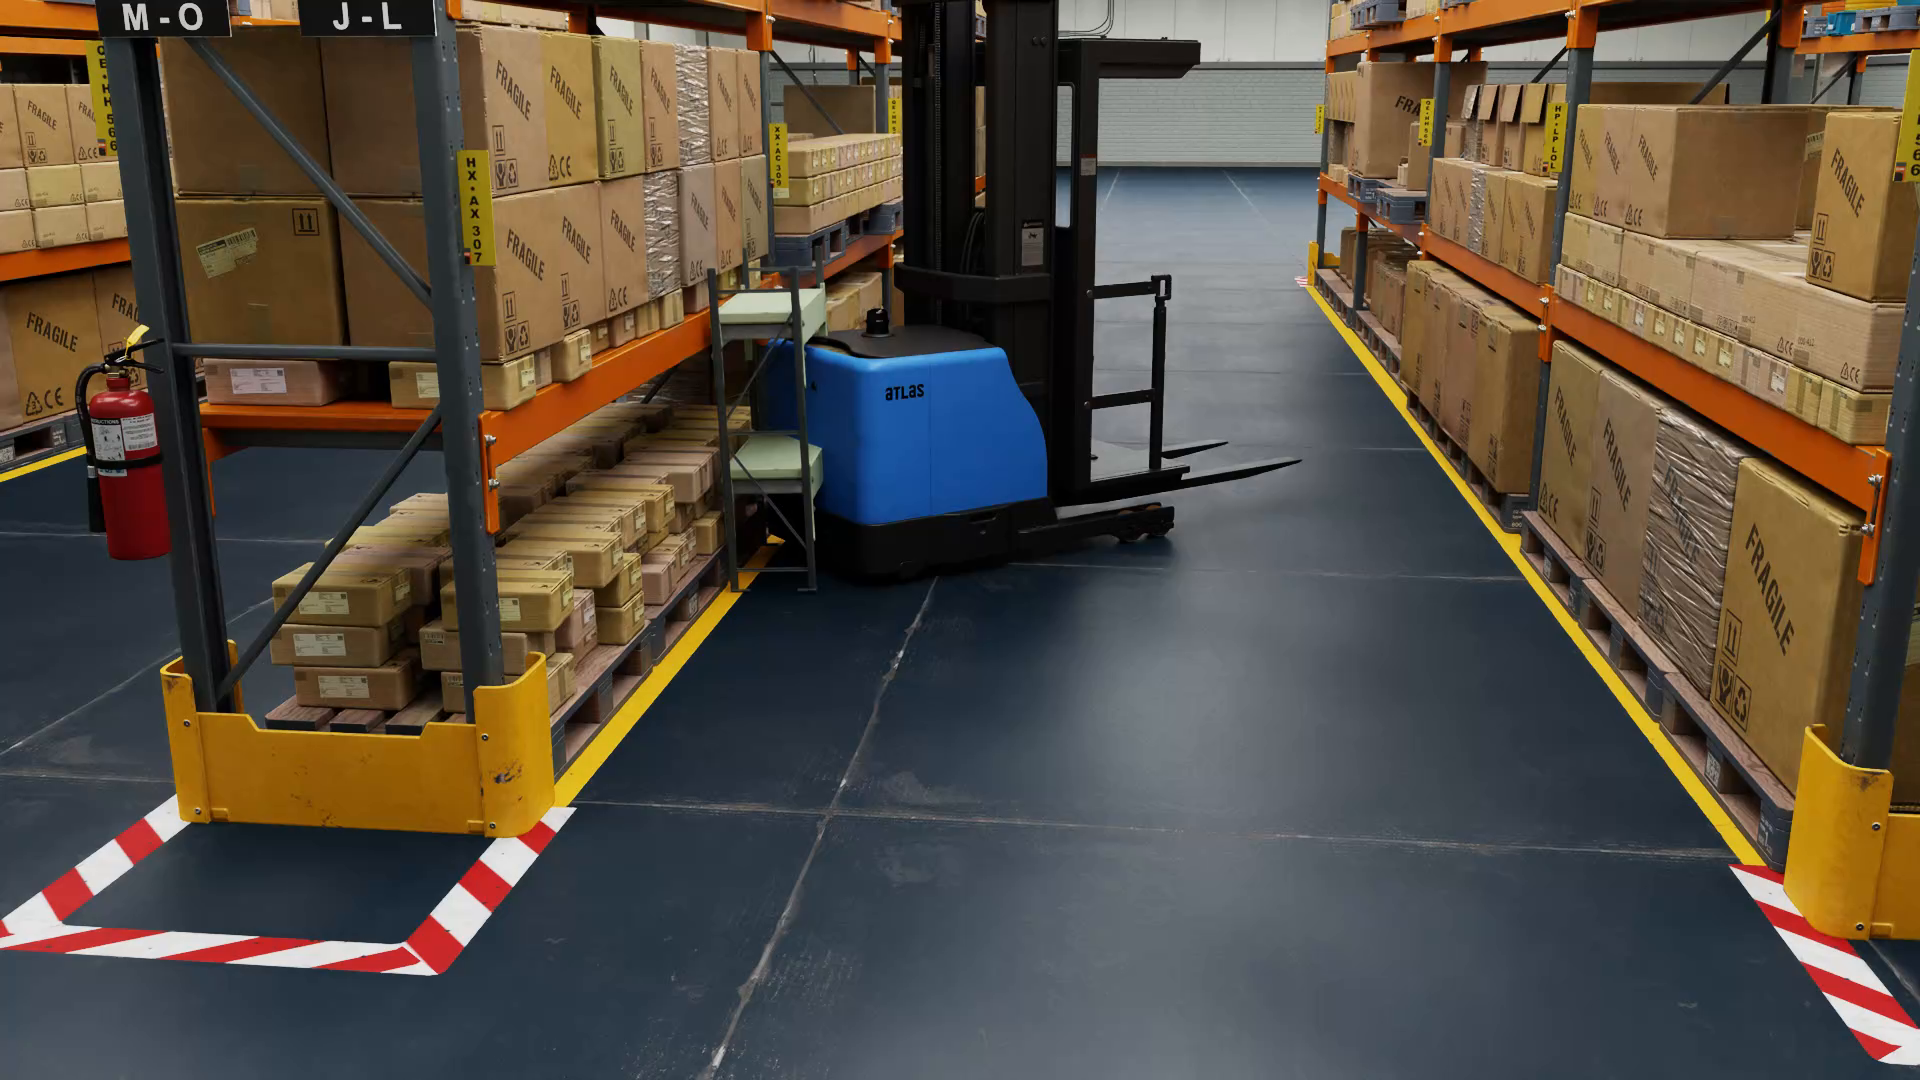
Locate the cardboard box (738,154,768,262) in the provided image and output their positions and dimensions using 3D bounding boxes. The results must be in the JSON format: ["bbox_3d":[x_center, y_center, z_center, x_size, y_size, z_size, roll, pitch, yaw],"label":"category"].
[{"bbox_3d":[-1.258,-1.650,8.255,0.500,0.500,0.500,2,15,6],"label":"cardboard box"}]

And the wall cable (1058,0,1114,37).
[{"bbox_3d":[3.496,-17.575,49.902,2.305,6.003,0.169,2,15,6],"label":"wall cable"}]

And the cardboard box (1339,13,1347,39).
[{"bbox_3d":[4.364,-5.528,17.898,0.500,0.250,0.500,2,15,6],"label":"cardboard box"}]

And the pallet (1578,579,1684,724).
[{"bbox_3d":[3.134,0.439,6.634,1.003,0.211,1.213,2,15,6],"label":"pallet"}]

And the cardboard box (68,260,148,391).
[{"bbox_3d":[-6.228,-1.518,11.794,0.875,0.875,0.875,2,15,7],"label":"cardboard box"}]

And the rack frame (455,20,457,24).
[{"bbox_3d":[-5.511,-3.786,16.917,1.000,3.000,0.127,2,15,6],"label":"rack frame"}]

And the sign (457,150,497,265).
[{"bbox_3d":[-1.396,-0.956,4.793,0.100,0.325,0.005,2,15,6],"label":"sign"}]

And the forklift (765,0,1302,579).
[{"bbox_3d":[0.520,-1.507,8.621,3.031,2.935,1.130,-10,18,-33],"label":"forklift"}]

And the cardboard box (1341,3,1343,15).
[{"bbox_3d":[4.393,-5.833,18.264,0.380,0.149,0.250,2,15,9],"label":"cardboard box"}]

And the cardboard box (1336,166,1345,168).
[{"bbox_3d":[4.384,-4.085,18.503,0.380,0.149,0.250,2,15,6],"label":"cardboard box"}]

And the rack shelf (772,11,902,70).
[{"bbox_3d":[-0.807,-4.248,14.259,1.077,0.370,4.000,2,15,6],"label":"rack shelf"}]

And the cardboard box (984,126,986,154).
[{"bbox_3d":[-0.127,-4.679,19.931,0.875,0.550,0.550,2,15,6],"label":"cardboard box"}]

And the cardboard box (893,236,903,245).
[{"bbox_3d":[-0.675,-2.369,15.184,1.050,0.750,0.750,2,15,6],"label":"cardboard box"}]

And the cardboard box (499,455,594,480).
[{"bbox_3d":[-1.864,-0.280,7.469,0.380,0.149,0.250,1,15,4],"label":"cardboard box"}]

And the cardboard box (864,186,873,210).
[{"bbox_3d":[-0.782,-2.236,10.863,0.380,0.149,0.250,2,15,8],"label":"cardboard box"}]

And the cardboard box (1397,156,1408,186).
[{"bbox_3d":[3.804,-3.035,13.593,0.396,0.266,0.258,1,15,5],"label":"cardboard box"}]

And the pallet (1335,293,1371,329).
[{"bbox_3d":[4.376,-2.323,16.850,1.003,0.211,1.213,2,15,6],"label":"pallet"}]

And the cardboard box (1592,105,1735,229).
[{"bbox_3d":[3.061,-1.608,7.144,0.500,0.500,0.500,2,15,6],"label":"cardboard box"}]

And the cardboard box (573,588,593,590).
[{"bbox_3d":[-1.595,0.212,6.219,0.380,0.149,0.250,2,15,7],"label":"cardboard box"}]

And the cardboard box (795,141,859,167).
[{"bbox_3d":[-0.838,-2.384,10.270,0.380,0.149,0.250,2,15,8],"label":"cardboard box"}]

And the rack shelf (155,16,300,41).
[{"bbox_3d":[-5.737,-4.368,14.701,1.077,0.370,4.000,2,15,6],"label":"rack shelf"}]

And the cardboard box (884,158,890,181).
[{"bbox_3d":[-0.692,-2.575,11.545,0.380,0.149,0.250,2,15,8],"label":"cardboard box"}]

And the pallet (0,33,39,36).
[{"bbox_3d":[-10.373,-5.559,17.895,1.003,0.211,1.213,2,15,6],"label":"pallet"}]

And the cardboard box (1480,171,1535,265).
[{"bbox_3d":[3.329,-1.861,9.605,0.500,0.500,0.500,2,15,6],"label":"cardboard box"}]

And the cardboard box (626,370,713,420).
[{"bbox_3d":[-1.651,-0.787,9.810,0.500,0.500,0.500,1,15,5],"label":"cardboard box"}]

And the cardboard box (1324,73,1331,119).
[{"bbox_3d":[4.454,-5.071,18.994,0.500,0.500,0.500,2,15,6],"label":"cardboard box"}]

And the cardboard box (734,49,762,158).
[{"bbox_3d":[-1.269,-2.136,8.139,0.500,0.500,0.500,1,15,4],"label":"cardboard box"}]

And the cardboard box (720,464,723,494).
[{"bbox_3d":[-1.235,-0.330,8.223,0.380,0.149,0.250,1,15,4],"label":"cardboard box"}]

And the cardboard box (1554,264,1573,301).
[{"bbox_3d":[3.069,-1.231,7.950,0.380,0.149,0.250,2,15,6],"label":"cardboard box"}]

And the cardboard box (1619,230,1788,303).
[{"bbox_3d":[3.005,-1.113,6.749,0.500,0.250,0.500,2,15,8],"label":"cardboard box"}]

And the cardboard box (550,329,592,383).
[{"bbox_3d":[-1.502,-0.643,5.773,0.380,0.149,0.250,1,15,5],"label":"cardboard box"}]

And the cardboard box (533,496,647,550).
[{"bbox_3d":[-1.485,-0.069,6.687,0.380,0.149,0.250,2,15,8],"label":"cardboard box"}]

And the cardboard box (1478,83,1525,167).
[{"bbox_3d":[3.709,-2.631,10.533,0.797,0.503,0.637,2,15,8],"label":"cardboard box"}]

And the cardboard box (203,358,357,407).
[{"bbox_3d":[-2.180,-0.526,5.341,0.380,0.149,0.250,2,15,6],"label":"cardboard box"}]

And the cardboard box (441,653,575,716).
[{"bbox_3d":[-1.558,0.493,5.750,0.380,0.149,0.250,2,15,7],"label":"cardboard box"}]

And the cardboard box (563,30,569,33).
[{"bbox_3d":[-4.818,-5.984,19.780,0.380,0.149,0.250,2,15,7],"label":"cardboard box"}]

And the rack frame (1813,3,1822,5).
[{"bbox_3d":[9.708,-7.282,18.352,1.000,3.000,0.127,2,15,6],"label":"rack frame"}]

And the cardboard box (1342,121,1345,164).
[{"bbox_3d":[4.760,-4.448,18.605,0.875,0.500,0.500,2,15,6],"label":"cardboard box"}]

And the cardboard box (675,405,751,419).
[{"bbox_3d":[-1.266,-0.605,8.672,0.380,0.149,0.250,2,15,8],"label":"cardboard box"}]

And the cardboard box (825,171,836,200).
[{"bbox_3d":[-0.927,-2.039,9.565,0.380,0.149,0.250,2,15,8],"label":"cardboard box"}]

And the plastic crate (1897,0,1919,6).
[{"bbox_3d":[9.792,-5.323,16.883,0.392,0.384,0.575,2,15,6],"label":"plastic crate"}]

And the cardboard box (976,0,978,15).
[{"bbox_3d":[-0.004,-5.790,18.066,0.380,0.149,0.250,2,15,7],"label":"cardboard box"}]

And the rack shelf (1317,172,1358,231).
[{"bbox_3d":[4.561,-3.666,17.850,1.077,0.370,4.000,2,15,6],"label":"rack shelf"}]

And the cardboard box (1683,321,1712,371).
[{"bbox_3d":[2.837,-0.695,5.966,0.380,0.149,0.250,2,15,6],"label":"cardboard box"}]

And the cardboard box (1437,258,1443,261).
[{"bbox_3d":[3.980,-2.137,13.328,0.500,0.250,0.500,3,16,13],"label":"cardboard box"}]

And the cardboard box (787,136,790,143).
[{"bbox_3d":[-1.368,-2.682,11.370,0.380,0.149,0.250,1,15,4],"label":"cardboard box"}]

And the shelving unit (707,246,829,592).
[{"bbox_3d":[-0.865,-0.587,7.876,0.431,1.500,0.755,-1,17,4],"label":"shelving unit"}]

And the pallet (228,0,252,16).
[{"bbox_3d":[-5.983,-3.937,12.090,1.213,0.211,1.003,2,15,9],"label":"pallet"}]

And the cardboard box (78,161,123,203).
[{"bbox_3d":[-5.915,-2.383,11.059,0.500,0.250,0.500,1,15,5],"label":"cardboard box"}]

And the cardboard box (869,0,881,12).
[{"bbox_3d":[-0.845,-3.970,11.658,0.500,0.500,0.500,2,15,6],"label":"cardboard box"}]

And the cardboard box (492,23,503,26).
[{"bbox_3d":[-5.120,-5.453,17.816,0.380,0.149,0.250,1,15,5],"label":"cardboard box"}]

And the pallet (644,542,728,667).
[{"bbox_3d":[-1.660,0.247,7.344,1.003,0.211,1.213,2,15,6],"label":"pallet"}]

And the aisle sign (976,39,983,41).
[{"bbox_3d":[0.176,-5.968,20.008,0.394,0.787,0.004,2,15,6],"label":"aisle sign"}]
